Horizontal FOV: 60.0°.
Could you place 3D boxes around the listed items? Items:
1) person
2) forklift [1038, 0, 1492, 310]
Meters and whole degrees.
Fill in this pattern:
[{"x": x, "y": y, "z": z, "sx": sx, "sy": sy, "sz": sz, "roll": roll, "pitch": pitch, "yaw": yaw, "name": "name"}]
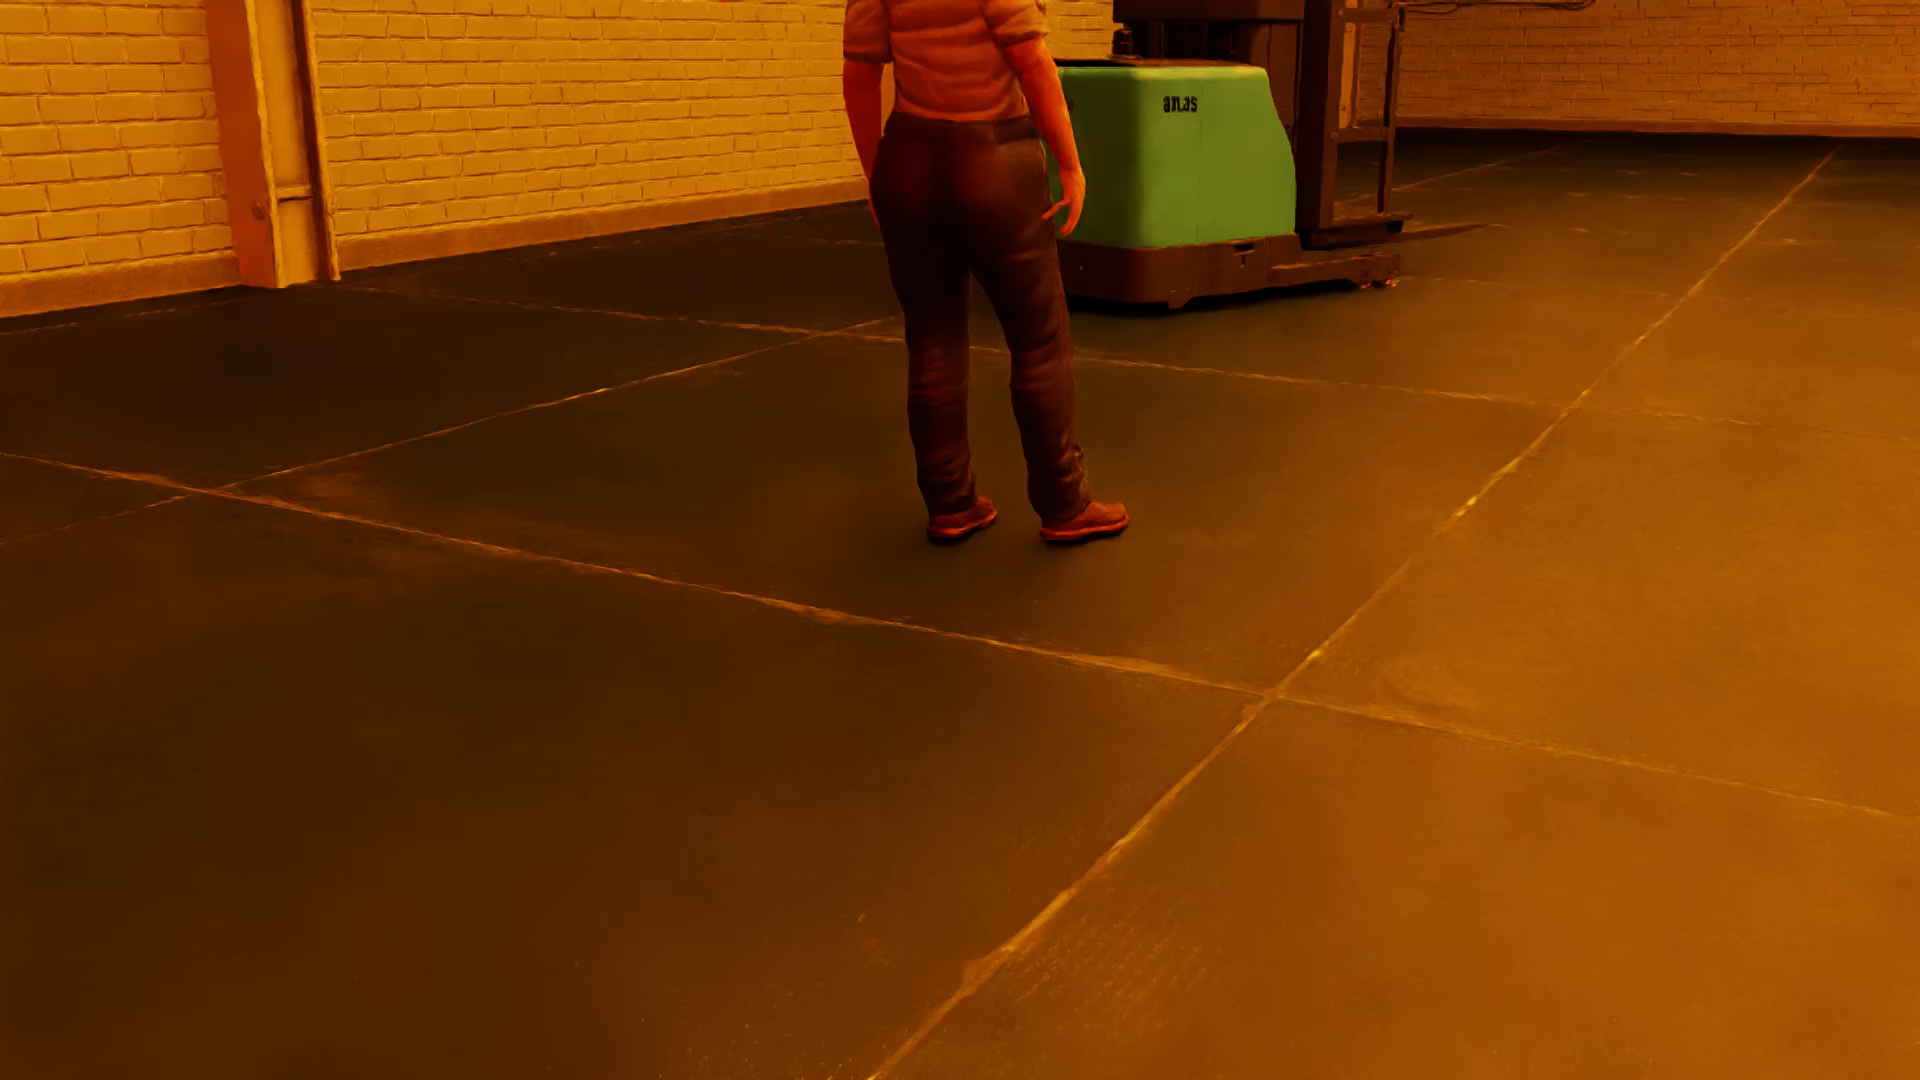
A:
[{"x": 0.064, "y": -0.816, "z": 3.870, "sx": 0.599, "sy": 1.650, "sz": 0.502, "roll": 9, "pitch": 19, "yaw": 28, "name": "person"}, {"x": 1.600, "y": -2.759, "z": 8.223, "sx": 3.031, "sy": 2.935, "sz": 1.130, "roll": -14, "pitch": 21, "yaw": -39, "name": "forklift"}]
